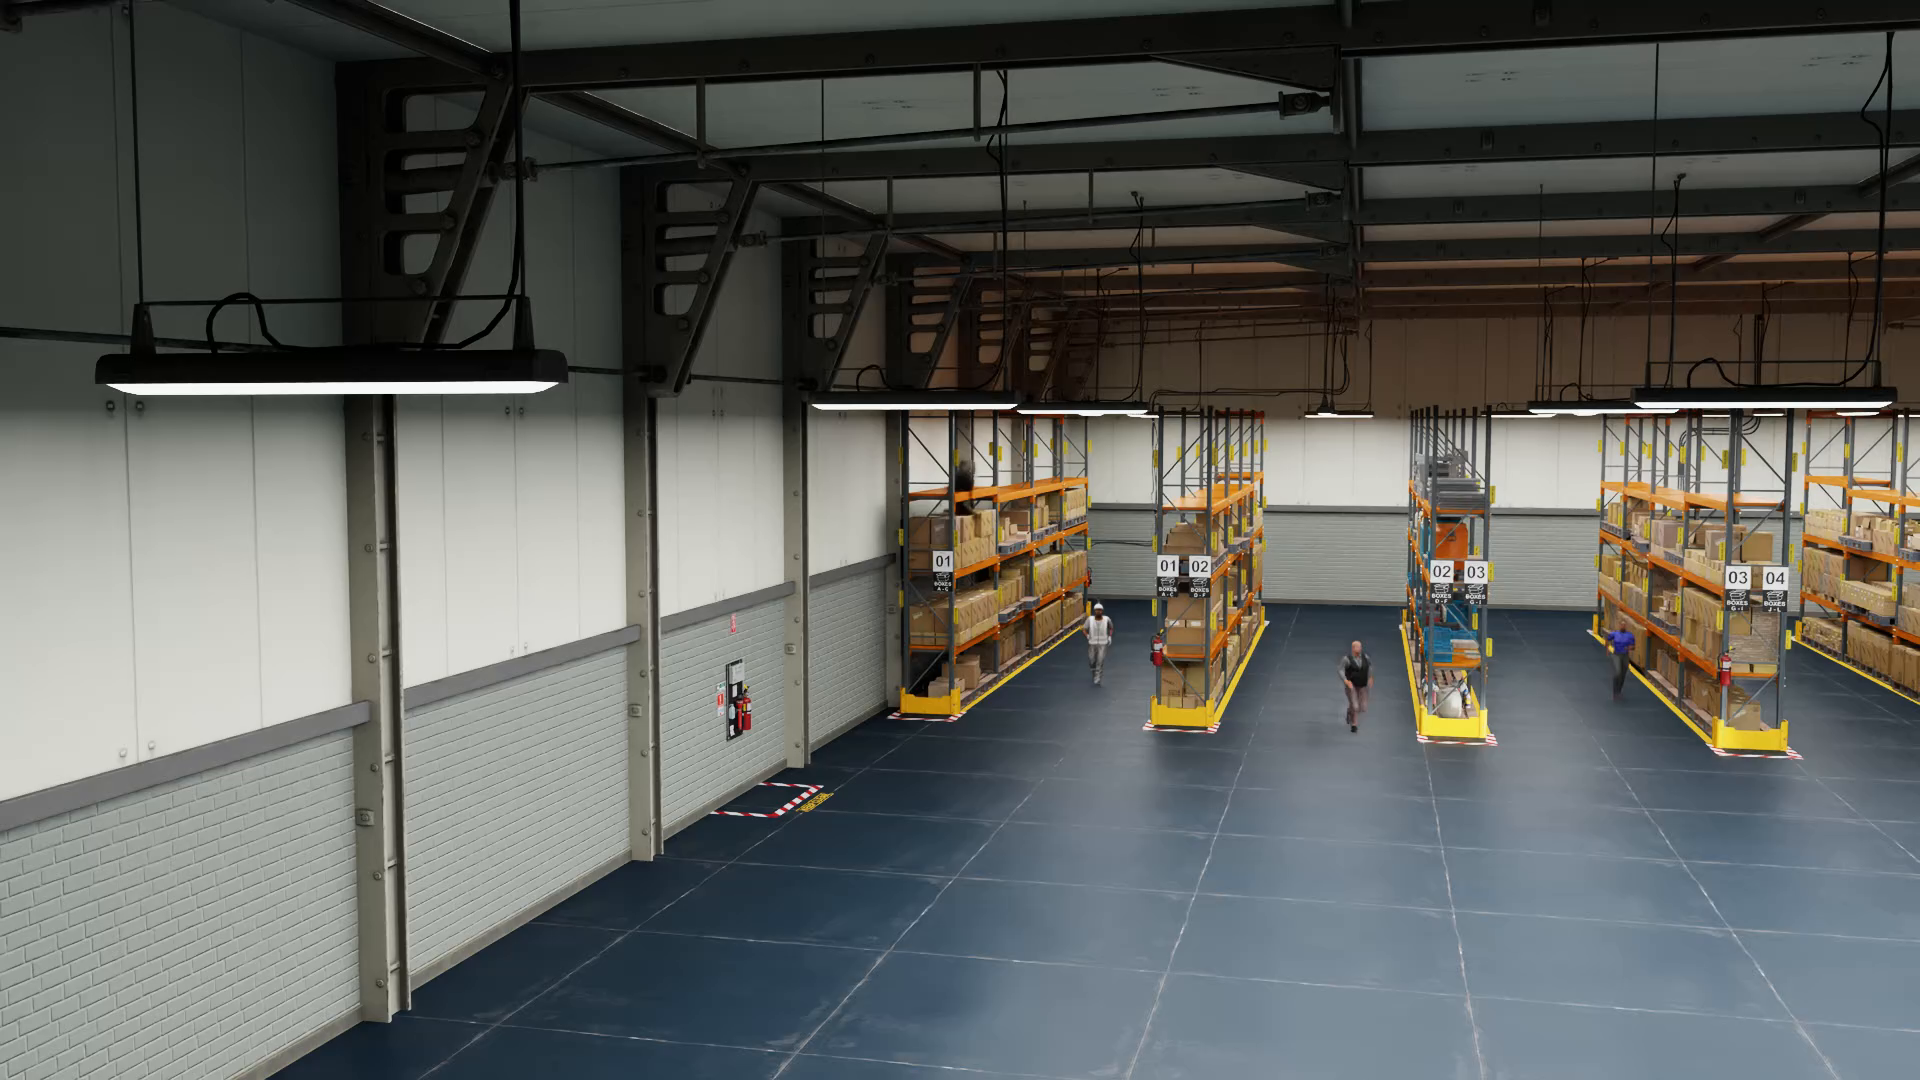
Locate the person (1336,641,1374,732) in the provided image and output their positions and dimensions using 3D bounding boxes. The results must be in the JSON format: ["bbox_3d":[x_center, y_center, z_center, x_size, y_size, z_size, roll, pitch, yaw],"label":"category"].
[{"bbox_3d":[7.285,2.693,30.701,0.719,1.686,0.547,-1,4,-16],"label":"person"}]

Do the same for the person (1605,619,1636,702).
[{"bbox_3d":[13.518,2.461,34.007,0.510,1.688,0.787,0,4,6],"label":"person"}]

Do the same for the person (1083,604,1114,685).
[{"bbox_3d":[3.001,2.264,36.168,0.665,1.766,0.757,0,4,5],"label":"person"}]

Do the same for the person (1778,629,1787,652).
[{"bbox_3d":[17.994,2.332,36.921,0.702,1.537,0.827,3,5,33],"label":"person"}]
